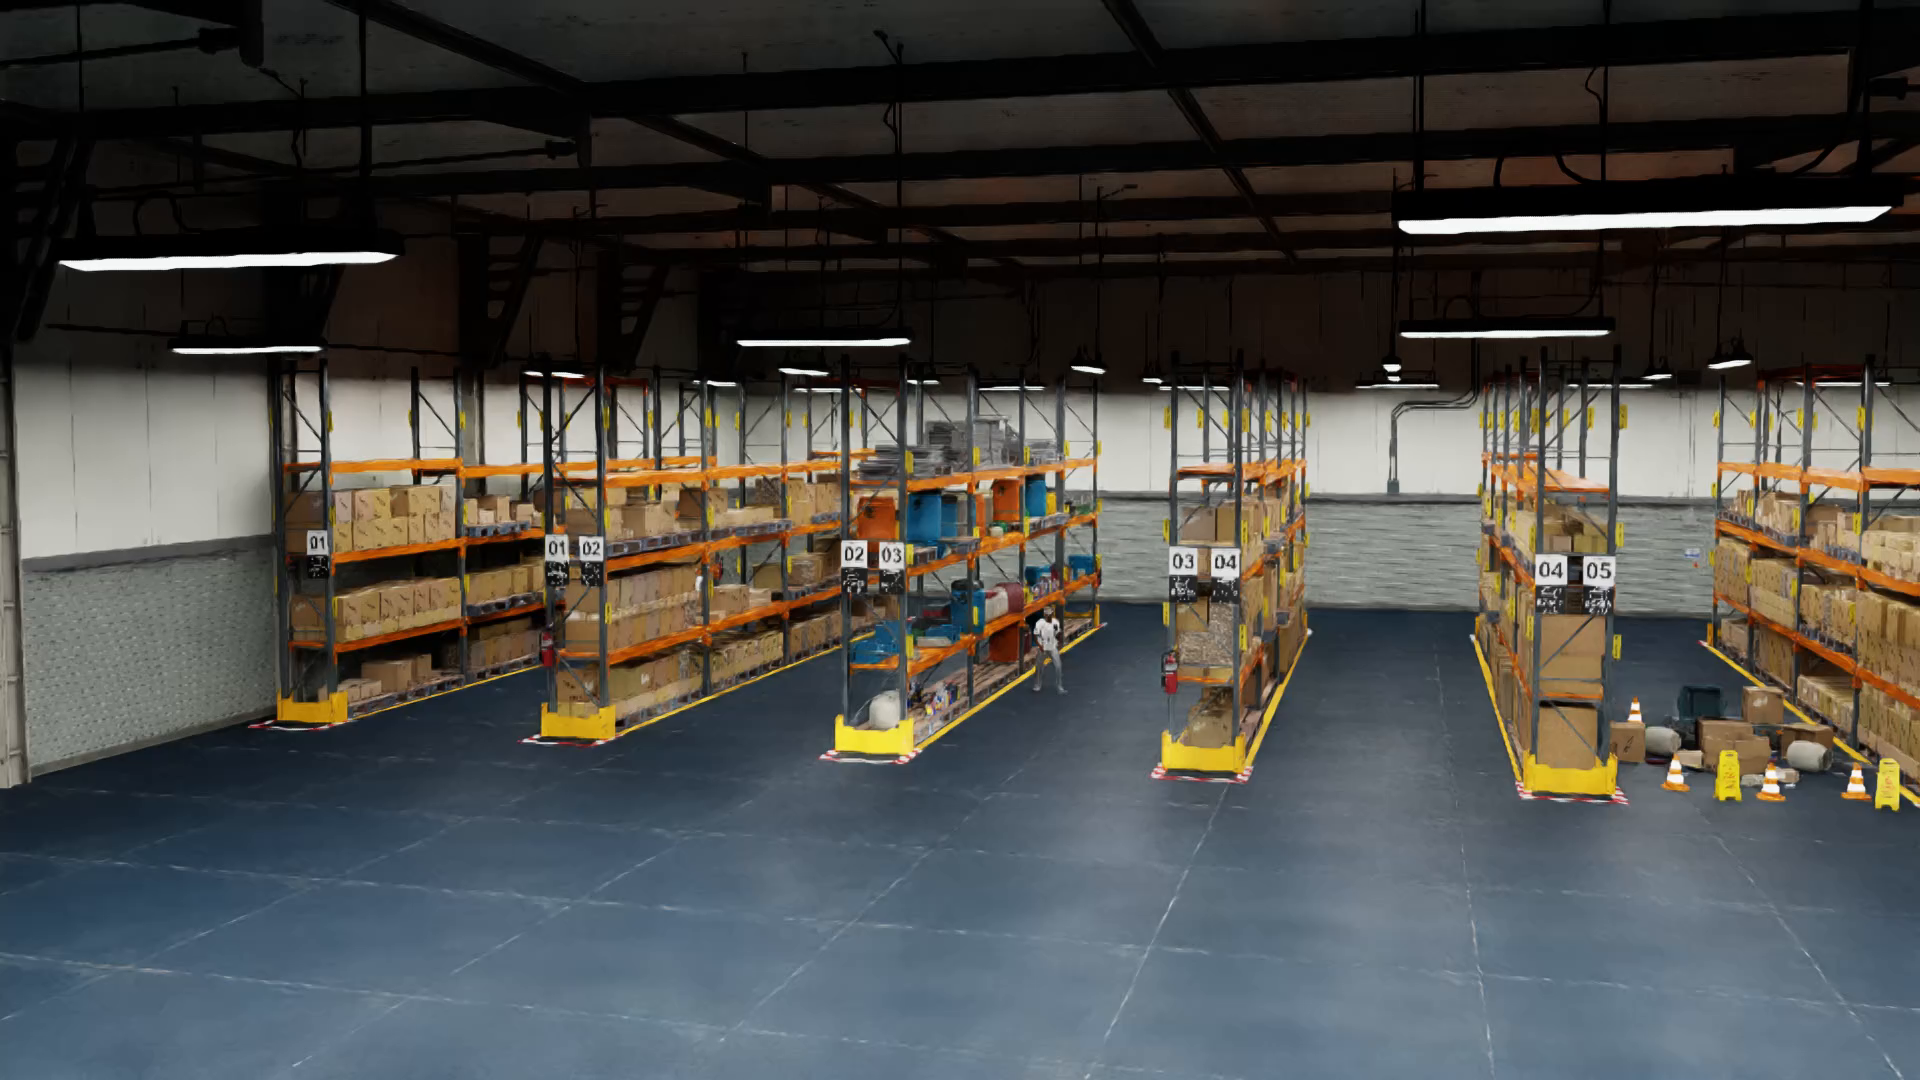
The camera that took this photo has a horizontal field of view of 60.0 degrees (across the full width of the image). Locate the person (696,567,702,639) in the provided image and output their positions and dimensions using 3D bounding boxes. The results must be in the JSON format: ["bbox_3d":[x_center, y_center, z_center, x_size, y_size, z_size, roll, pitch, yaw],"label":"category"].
[{"bbox_3d":[-6.059,1.418,37.918,0.702,1.735,0.549,1,4,13],"label":"person"}]

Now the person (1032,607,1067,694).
[{"bbox_3d":[1.634,1.993,30.563,0.621,1.606,0.828,0,4,-2],"label":"person"}]
